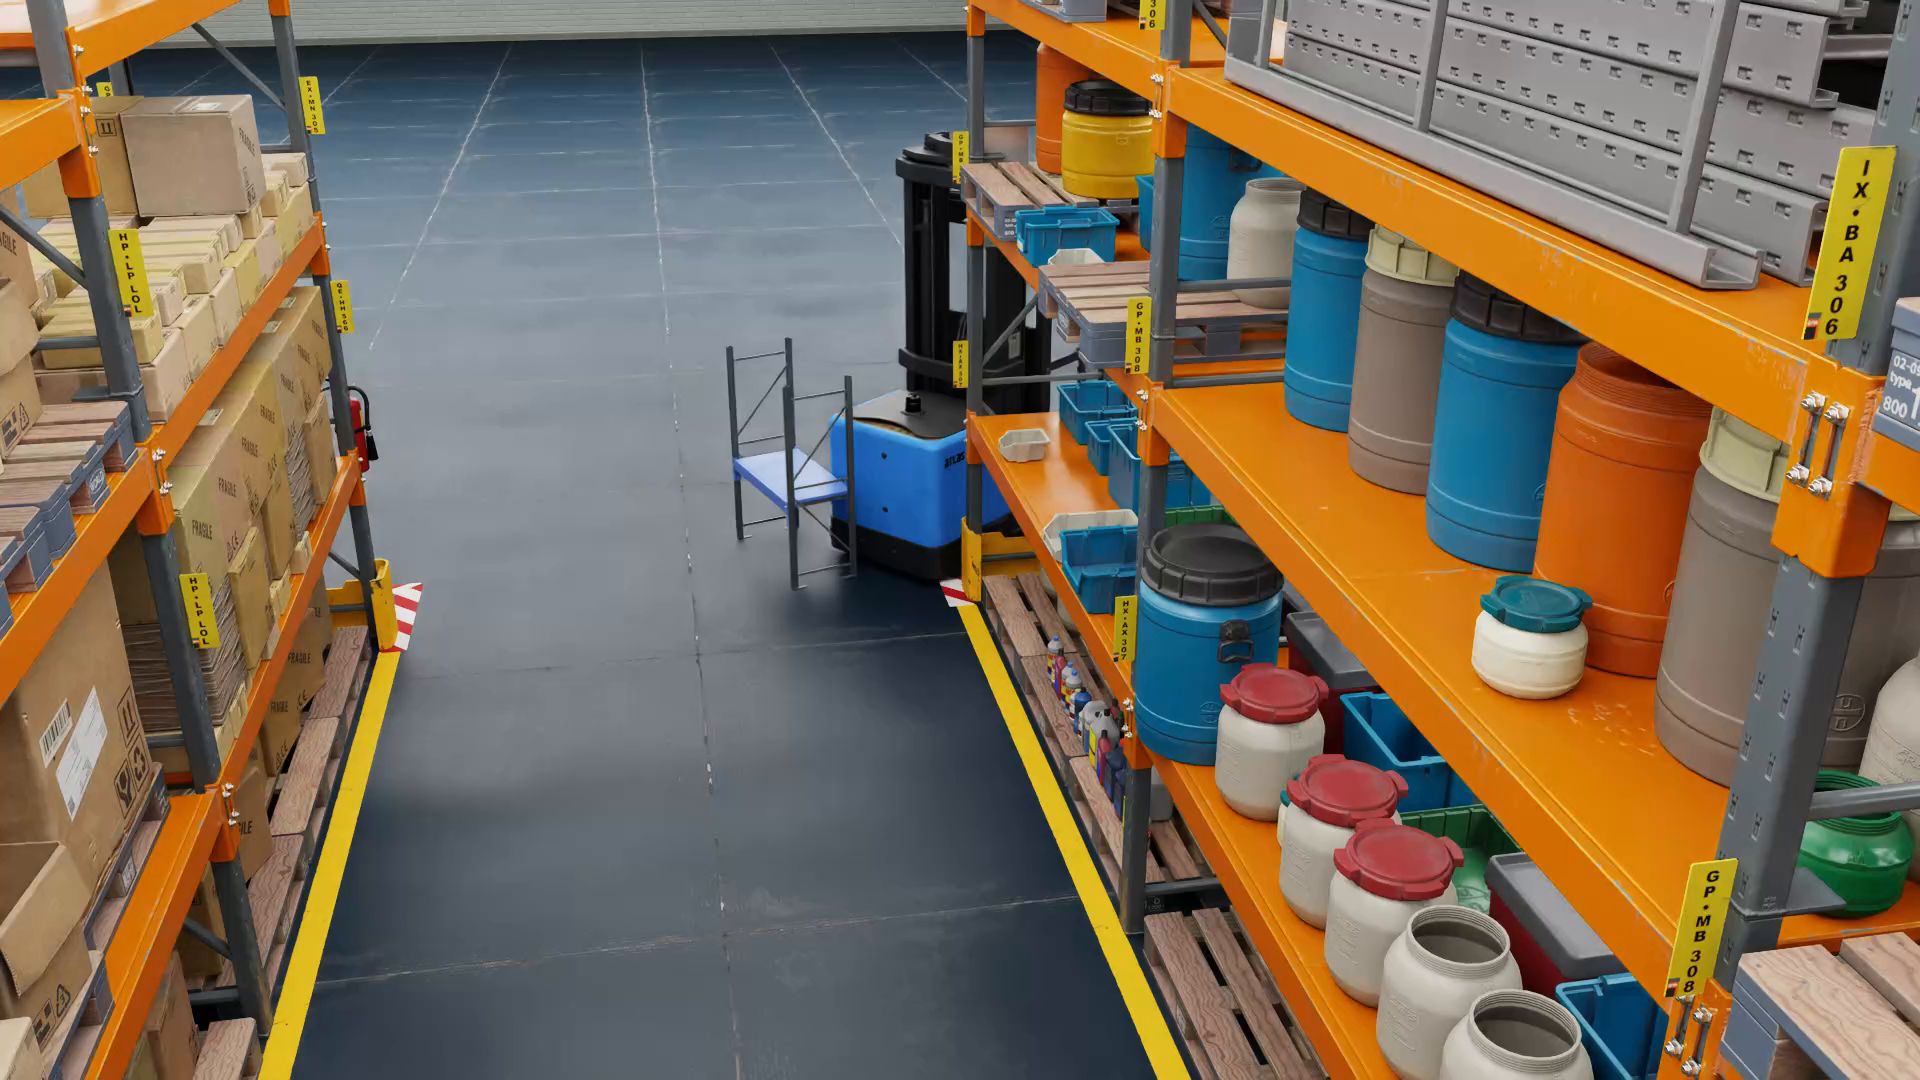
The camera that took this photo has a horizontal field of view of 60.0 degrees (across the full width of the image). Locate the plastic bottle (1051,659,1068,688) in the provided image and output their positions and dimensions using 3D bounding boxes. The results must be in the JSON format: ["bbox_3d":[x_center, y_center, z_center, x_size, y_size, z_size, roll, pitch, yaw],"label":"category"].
[{"bbox_3d":[0.594,0.776,9.915,0.097,0.201,0.097,0,24,0],"label":"plastic bottle"}]

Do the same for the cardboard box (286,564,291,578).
[{"bbox_3d":[-3.707,0.182,8.641,0.380,0.149,0.250,-4,24,-10],"label":"cardboard box"}]

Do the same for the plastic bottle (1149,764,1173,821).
[{"bbox_3d":[1.025,1.261,8.617,0.144,0.351,0.185,-4,24,-10],"label":"plastic bottle"}]

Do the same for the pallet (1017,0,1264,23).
[{"bbox_3d":[0.877,-2.791,8.375,1.003,0.211,1.213,-4,24,-10],"label":"pallet"}]

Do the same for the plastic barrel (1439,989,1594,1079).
[{"bbox_3d":[1.625,1.625,4.885,0.421,0.512,0.421,0,24,0],"label":"plastic barrel"}]

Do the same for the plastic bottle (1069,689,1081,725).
[{"bbox_3d":[0.675,0.948,9.520,0.097,0.201,0.097,0,24,0],"label":"plastic bottle"}]

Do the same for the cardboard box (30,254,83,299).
[{"bbox_3d":[-4.069,-1.155,7.330,0.380,0.149,0.250,-3,24,-8],"label":"cardboard box"}]

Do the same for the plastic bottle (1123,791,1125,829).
[{"bbox_3d":[0.873,1.370,8.452,0.061,0.283,0.133,-3,24,-7],"label":"plastic bottle"}]

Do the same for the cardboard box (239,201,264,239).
[{"bbox_3d":[-3.730,-1.605,8.362,0.380,0.149,0.250,-6,24,-12],"label":"cardboard box"}]

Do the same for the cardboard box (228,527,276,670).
[{"bbox_3d":[-3.662,0.295,7.572,0.875,0.500,0.500,-4,24,-10],"label":"cardboard box"}]

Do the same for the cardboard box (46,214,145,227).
[{"bbox_3d":[-4.291,-1.564,8.268,0.380,0.149,0.250,-5,24,-12],"label":"cardboard box"}]

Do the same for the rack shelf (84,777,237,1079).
[{"bbox_3d":[-3.212,1.974,5.123,1.077,0.370,4.000,-4,24,-10],"label":"rack shelf"}]

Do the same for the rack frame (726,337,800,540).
[{"bbox_3d":[-1.453,-0.741,12.315,0.500,1.500,0.032,-12,27,-26],"label":"rack frame"}]

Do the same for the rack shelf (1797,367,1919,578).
[{"bbox_3d":[2.395,0.615,1.239,1.077,0.370,4.000,-4,24,-10],"label":"rack shelf"}]

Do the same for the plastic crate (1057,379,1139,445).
[{"bbox_3d":[0.933,-0.839,10.851,0.499,0.251,0.616,-4,24,-10],"label":"plastic crate"}]

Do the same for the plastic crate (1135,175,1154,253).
[{"bbox_3d":[1.195,-1.721,8.958,0.392,0.384,0.575,-4,24,-10],"label":"plastic crate"}]

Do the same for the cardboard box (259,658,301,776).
[{"bbox_3d":[-3.981,0.965,9.134,0.500,0.500,0.500,-2,24,-5],"label":"cardboard box"}]

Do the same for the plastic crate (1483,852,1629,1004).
[{"bbox_3d":[2.027,1.377,5.511,0.402,0.464,0.583,-4,24,-10],"label":"plastic crate"}]

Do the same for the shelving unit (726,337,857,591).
[{"bbox_3d":[-1.207,-0.563,11.907,0.538,1.500,1.048,-12,27,-26],"label":"shelving unit"}]

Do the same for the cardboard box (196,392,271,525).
[{"bbox_3d":[-3.601,-0.371,7.849,0.500,0.500,0.500,-4,24,-10],"label":"cardboard box"}]

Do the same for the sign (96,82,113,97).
[{"bbox_3d":[-4.855,-2.450,9.515,0.100,0.325,0.005,-4,24,-10],"label":"sign"}]

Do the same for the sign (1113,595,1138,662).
[{"bbox_3d":[0.743,0.401,7.481,0.100,0.325,0.005,-4,24,-10],"label":"sign"}]

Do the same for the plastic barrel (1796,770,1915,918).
[{"bbox_3d":[1.929,0.668,3.661,0.294,0.245,0.294,0,24,0],"label":"plastic barrel"}]

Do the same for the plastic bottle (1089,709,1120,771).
[{"bbox_3d":[0.788,1.069,9.056,0.144,0.351,0.185,-4,24,-10],"label":"plastic bottle"}]

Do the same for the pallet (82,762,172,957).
[{"bbox_3d":[-3.584,1.257,6.105,1.003,0.211,1.213,-4,24,-10],"label":"pallet"}]

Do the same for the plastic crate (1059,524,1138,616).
[{"bbox_3d":[0.814,0.144,8.600,0.499,0.251,0.616,-4,24,-10],"label":"plastic crate"}]

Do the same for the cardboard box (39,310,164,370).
[{"bbox_3d":[-3.339,-0.781,6.475,0.380,0.149,0.250,-5,24,-11],"label":"cardboard box"}]

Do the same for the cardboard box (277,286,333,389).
[{"bbox_3d":[-3.977,-1.158,9.649,0.500,0.500,0.500,-4,24,-10],"label":"cardboard box"}]

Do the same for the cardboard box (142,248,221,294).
[{"bbox_3d":[-3.536,-1.194,7.419,0.380,0.149,0.250,-5,24,-11],"label":"cardboard box"}]

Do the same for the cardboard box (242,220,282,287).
[{"bbox_3d":[-3.801,-1.452,8.509,0.500,0.250,0.500,-4,24,-9],"label":"cardboard box"}]

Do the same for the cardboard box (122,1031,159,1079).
[{"bbox_3d":[-3.420,2.234,6.203,0.700,0.500,0.500,-4,24,-10],"label":"cardboard box"}]

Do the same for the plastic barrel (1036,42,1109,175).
[{"bbox_3d":[0.761,-2.664,10.035,0.600,0.830,0.708,-4,24,-10],"label":"plastic barrel"}]

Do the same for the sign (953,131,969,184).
[{"bbox_3d":[0.005,-2.421,10.530,0.100,0.325,0.005,-4,24,-10],"label":"sign"}]

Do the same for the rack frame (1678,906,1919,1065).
[{"bbox_3d":[2.025,2.065,4.017,1.000,3.000,0.127,-4,24,-10],"label":"rack frame"}]

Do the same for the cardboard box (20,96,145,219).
[{"bbox_3d":[-4.312,-1.897,8.220,0.500,0.500,0.500,-4,24,-10],"label":"cardboard box"}]

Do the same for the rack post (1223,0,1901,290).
[{"bbox_3d":[1.734,-1.581,4.620,1.013,1.000,3.121,-4,24,-10],"label":"rack post"}]

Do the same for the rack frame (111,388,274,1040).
[{"bbox_3d":[-3.582,0.858,6.780,1.000,3.000,0.127,-4,24,-10],"label":"rack frame"}]

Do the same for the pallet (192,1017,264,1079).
[{"bbox_3d":[-3.436,2.442,6.637,1.003,0.211,1.213,-4,24,-10],"label":"pallet"}]

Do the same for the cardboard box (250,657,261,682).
[{"bbox_3d":[-3.488,0.573,7.746,0.380,0.149,0.250,-4,24,-10],"label":"cardboard box"}]

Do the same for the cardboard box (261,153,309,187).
[{"bbox_3d":[-3.963,-2.118,9.535,0.380,0.149,0.250,-4,24,-10],"label":"cardboard box"}]

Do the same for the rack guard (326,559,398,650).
[{"bbox_3d":[-4.307,0.460,10.814,1.175,0.500,0.348,-4,24,-10],"label":"rack guard"}]

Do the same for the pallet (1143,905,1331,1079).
[{"bbox_3d":[1.469,2.075,7.477,1.003,0.211,1.213,-4,24,-10],"label":"pallet"}]

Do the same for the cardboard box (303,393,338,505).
[{"bbox_3d":[-4.036,-0.491,9.373,0.875,0.500,0.500,-4,24,-10],"label":"cardboard box"}]

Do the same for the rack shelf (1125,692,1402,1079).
[{"bbox_3d":[1.656,1.608,5.962,1.077,0.370,4.000,-4,24,-10],"label":"rack shelf"}]

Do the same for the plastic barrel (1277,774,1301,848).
[{"bbox_3d":[1.380,1.087,6.429,0.301,0.262,0.301,0,24,0],"label":"plastic barrel"}]

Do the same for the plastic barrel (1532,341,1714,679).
[{"bbox_3d":[1.966,-0.103,4.696,0.600,0.830,0.708,-4,24,-10],"label":"plastic barrel"}]

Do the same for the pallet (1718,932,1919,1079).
[{"bbox_3d":[2.071,1.085,2.749,1.003,0.211,1.213,-4,24,-10],"label":"pallet"}]

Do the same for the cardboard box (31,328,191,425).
[{"bbox_3d":[-3.413,-0.644,6.658,0.500,0.250,0.500,-5,24,-12],"label":"cardboard box"}]

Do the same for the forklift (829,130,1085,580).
[{"bbox_3d":[0.360,-1.587,12.464,1.130,2.935,3.031,18,29,35],"label":"forklift"}]
